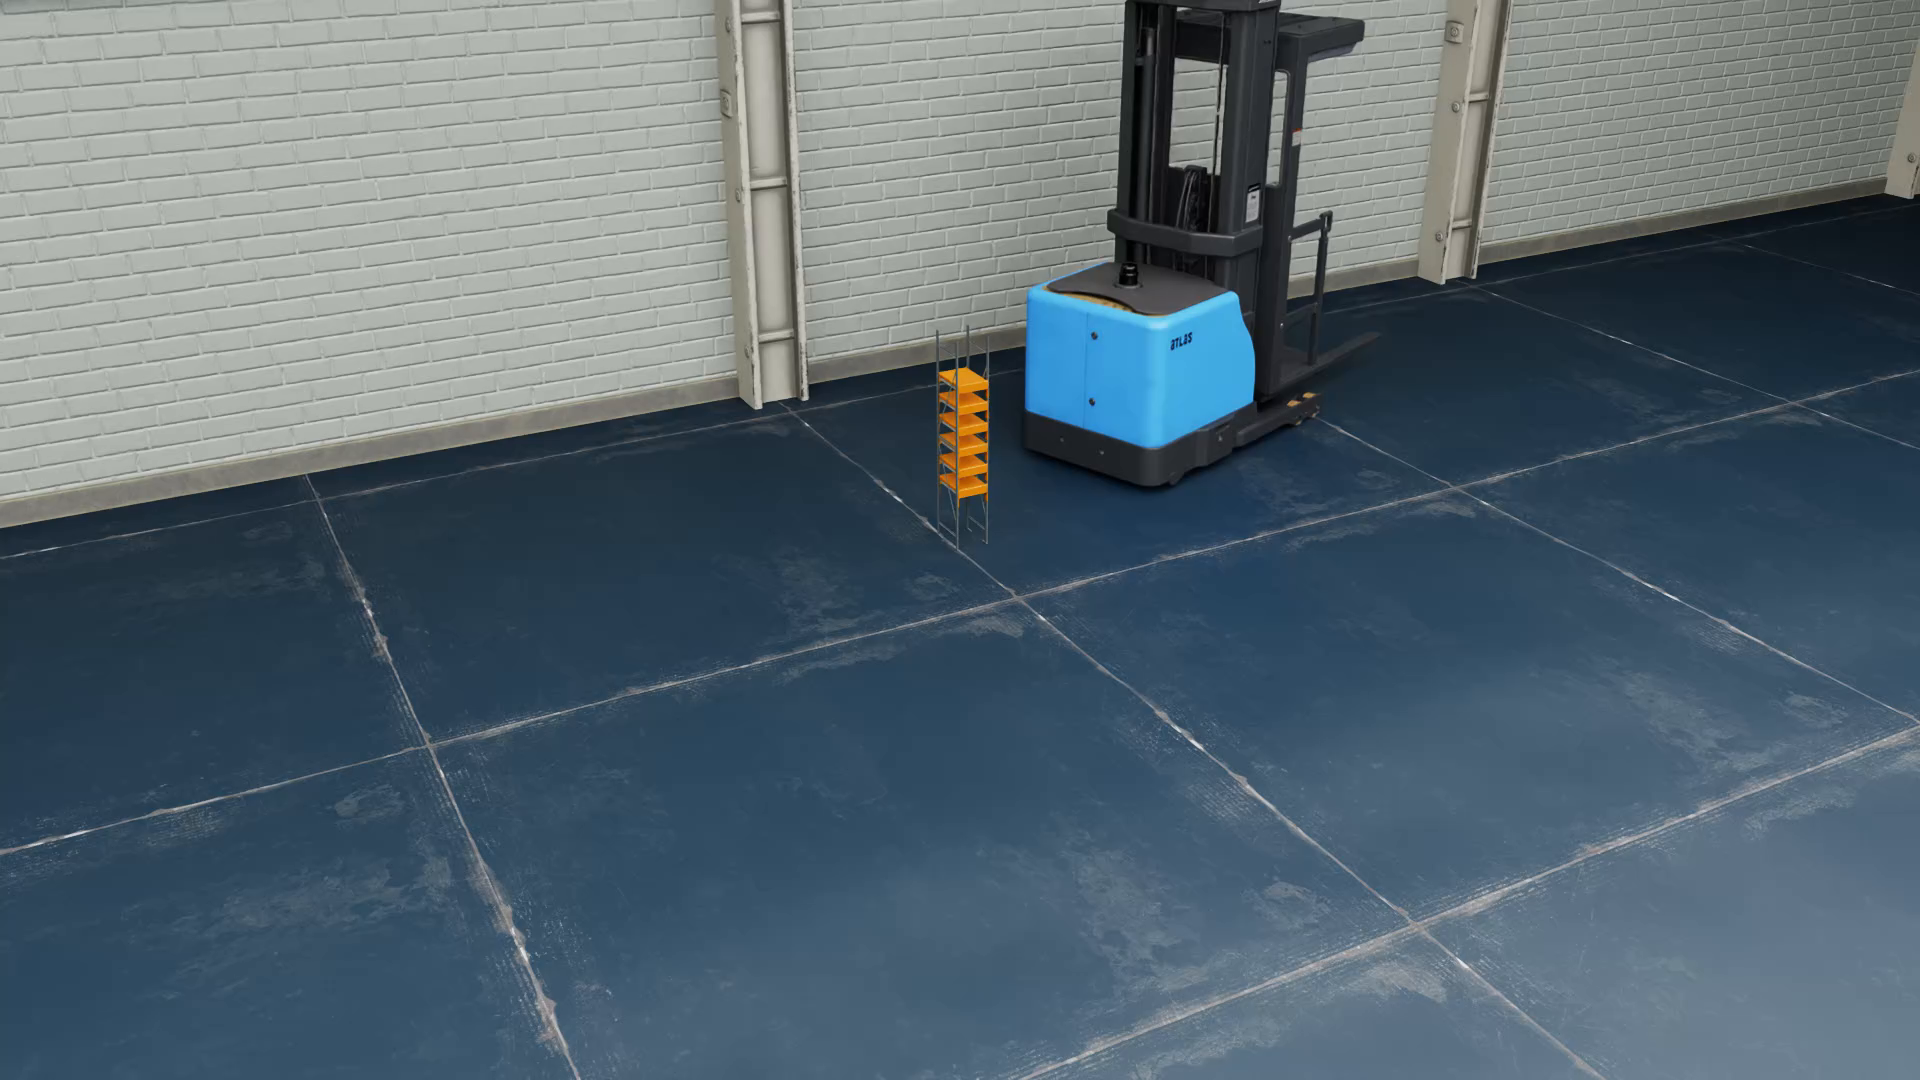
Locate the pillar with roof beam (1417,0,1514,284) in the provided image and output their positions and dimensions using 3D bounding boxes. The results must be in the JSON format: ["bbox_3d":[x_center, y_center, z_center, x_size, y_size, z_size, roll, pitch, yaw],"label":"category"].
[{"bbox_3d":[6.057,-4.602,8.438,0.400,9.000,9.100,-13,29,-25],"label":"pillar with roof beam"}]

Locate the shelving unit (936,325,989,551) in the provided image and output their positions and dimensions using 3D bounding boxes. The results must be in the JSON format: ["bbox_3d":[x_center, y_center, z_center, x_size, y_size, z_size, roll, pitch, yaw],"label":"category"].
[{"bbox_3d":[0.013,-0.544,8.996,0.189,1.200,0.258,-13,29,-25],"label":"shelving unit"}]

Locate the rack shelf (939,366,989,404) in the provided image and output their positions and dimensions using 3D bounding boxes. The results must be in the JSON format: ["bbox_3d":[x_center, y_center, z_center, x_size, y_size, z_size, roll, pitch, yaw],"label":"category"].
[{"bbox_3d":[0.013,-0.828,8.860,0.180,0.103,0.258,-13,29,-25],"label":"rack shelf"}]

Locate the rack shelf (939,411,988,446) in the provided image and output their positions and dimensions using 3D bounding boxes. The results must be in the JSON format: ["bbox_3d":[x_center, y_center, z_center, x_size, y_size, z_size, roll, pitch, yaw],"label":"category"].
[{"bbox_3d":[0.013,-0.612,8.964,0.180,0.103,0.258,-13,29,-25],"label":"rack shelf"}]

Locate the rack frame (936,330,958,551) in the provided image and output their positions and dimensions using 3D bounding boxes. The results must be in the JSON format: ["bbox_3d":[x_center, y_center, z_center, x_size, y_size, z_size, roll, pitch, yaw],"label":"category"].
[{"bbox_3d":[-0.068,-0.525,8.958,0.006,1.200,0.240,-13,29,-25],"label":"rack frame"}]

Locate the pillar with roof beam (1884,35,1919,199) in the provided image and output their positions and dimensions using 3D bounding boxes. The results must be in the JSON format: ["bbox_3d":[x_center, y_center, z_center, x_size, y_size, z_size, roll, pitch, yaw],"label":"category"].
[{"bbox_3d":[11.352,-5.824,10.983,0.400,9.000,9.100,-13,29,-25],"label":"pillar with roof beam"}]

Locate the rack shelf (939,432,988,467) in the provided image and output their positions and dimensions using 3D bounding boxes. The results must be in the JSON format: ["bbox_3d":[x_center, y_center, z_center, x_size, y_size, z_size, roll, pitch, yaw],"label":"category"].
[{"bbox_3d":[0.013,-0.504,9.016,0.180,0.103,0.258,-13,29,-25],"label":"rack shelf"}]

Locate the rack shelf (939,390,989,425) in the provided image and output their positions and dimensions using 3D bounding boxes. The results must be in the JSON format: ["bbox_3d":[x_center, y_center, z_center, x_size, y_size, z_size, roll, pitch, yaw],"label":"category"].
[{"bbox_3d":[0.013,-0.720,8.912,0.180,0.103,0.258,-13,29,-25],"label":"rack shelf"}]

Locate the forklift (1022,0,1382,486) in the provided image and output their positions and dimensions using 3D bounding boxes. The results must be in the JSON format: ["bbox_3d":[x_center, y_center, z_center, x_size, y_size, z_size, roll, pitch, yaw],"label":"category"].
[{"bbox_3d":[1.737,-2.191,10.426,1.130,2.935,3.031,21,33,37],"label":"forklift"}]

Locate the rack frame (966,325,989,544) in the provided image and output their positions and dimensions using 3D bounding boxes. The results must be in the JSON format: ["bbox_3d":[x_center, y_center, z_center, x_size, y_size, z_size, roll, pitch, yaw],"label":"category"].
[{"bbox_3d":[0.094,-0.562,9.035,0.006,1.200,0.240,-13,29,-25],"label":"rack frame"}]

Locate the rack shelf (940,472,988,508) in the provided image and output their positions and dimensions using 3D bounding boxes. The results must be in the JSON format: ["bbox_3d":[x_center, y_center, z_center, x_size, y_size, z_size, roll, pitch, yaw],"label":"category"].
[{"bbox_3d":[0.013,-0.287,9.120,0.180,0.103,0.258,-13,29,-25],"label":"rack shelf"}]

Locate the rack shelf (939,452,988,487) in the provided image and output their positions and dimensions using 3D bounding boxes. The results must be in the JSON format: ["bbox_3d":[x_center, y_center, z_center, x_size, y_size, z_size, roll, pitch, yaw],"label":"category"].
[{"bbox_3d":[0.013,-0.396,9.068,0.180,0.103,0.258,-13,29,-25],"label":"rack shelf"}]

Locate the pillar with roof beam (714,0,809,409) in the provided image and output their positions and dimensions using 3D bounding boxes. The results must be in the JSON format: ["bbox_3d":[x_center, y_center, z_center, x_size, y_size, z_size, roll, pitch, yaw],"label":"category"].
[{"bbox_3d":[0.763,-3.380,5.892,0.400,9.000,9.100,-13,29,-25],"label":"pillar with roof beam"}]
